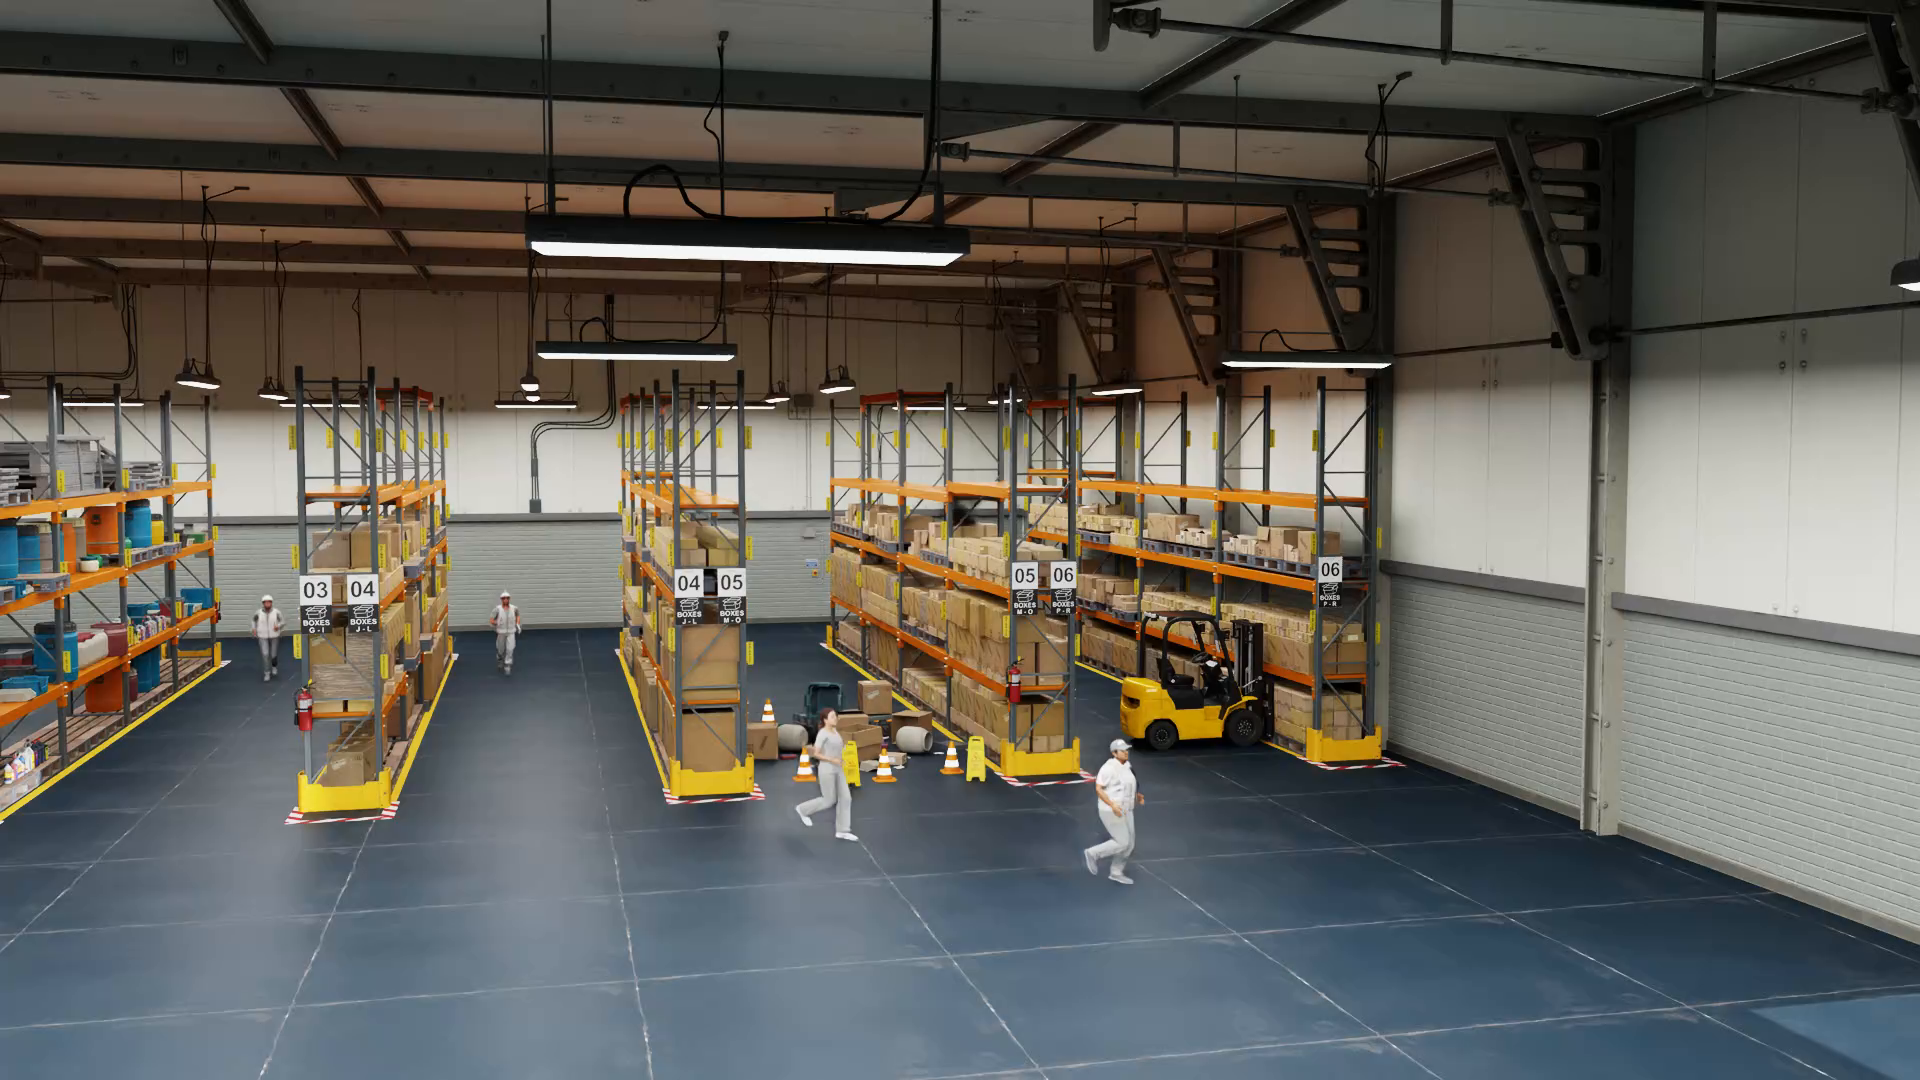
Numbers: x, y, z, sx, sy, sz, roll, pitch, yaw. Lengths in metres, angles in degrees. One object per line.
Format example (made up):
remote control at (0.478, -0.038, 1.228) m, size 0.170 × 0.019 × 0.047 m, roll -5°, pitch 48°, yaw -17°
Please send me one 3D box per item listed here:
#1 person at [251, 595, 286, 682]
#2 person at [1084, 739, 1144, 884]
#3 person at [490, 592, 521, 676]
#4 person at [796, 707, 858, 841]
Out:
person at (-14.489, 2.033, 34.839) m, size 0.677 × 1.773 × 0.858 m, roll -1°, pitch 4°, yaw -23°
person at (1.772, 3.071, 18.901) m, size 0.596 × 1.641 × 0.600 m, roll 2°, pitch 4°, yaw 34°
person at (-9.705, 1.993, 35.502) m, size 0.660 × 1.765 × 0.866 m, roll -2°, pitch 4°, yaw -24°
person at (-1.661, 2.929, 20.942) m, size 0.868 × 1.658 × 0.569 m, roll 2°, pitch 4°, yaw 28°
